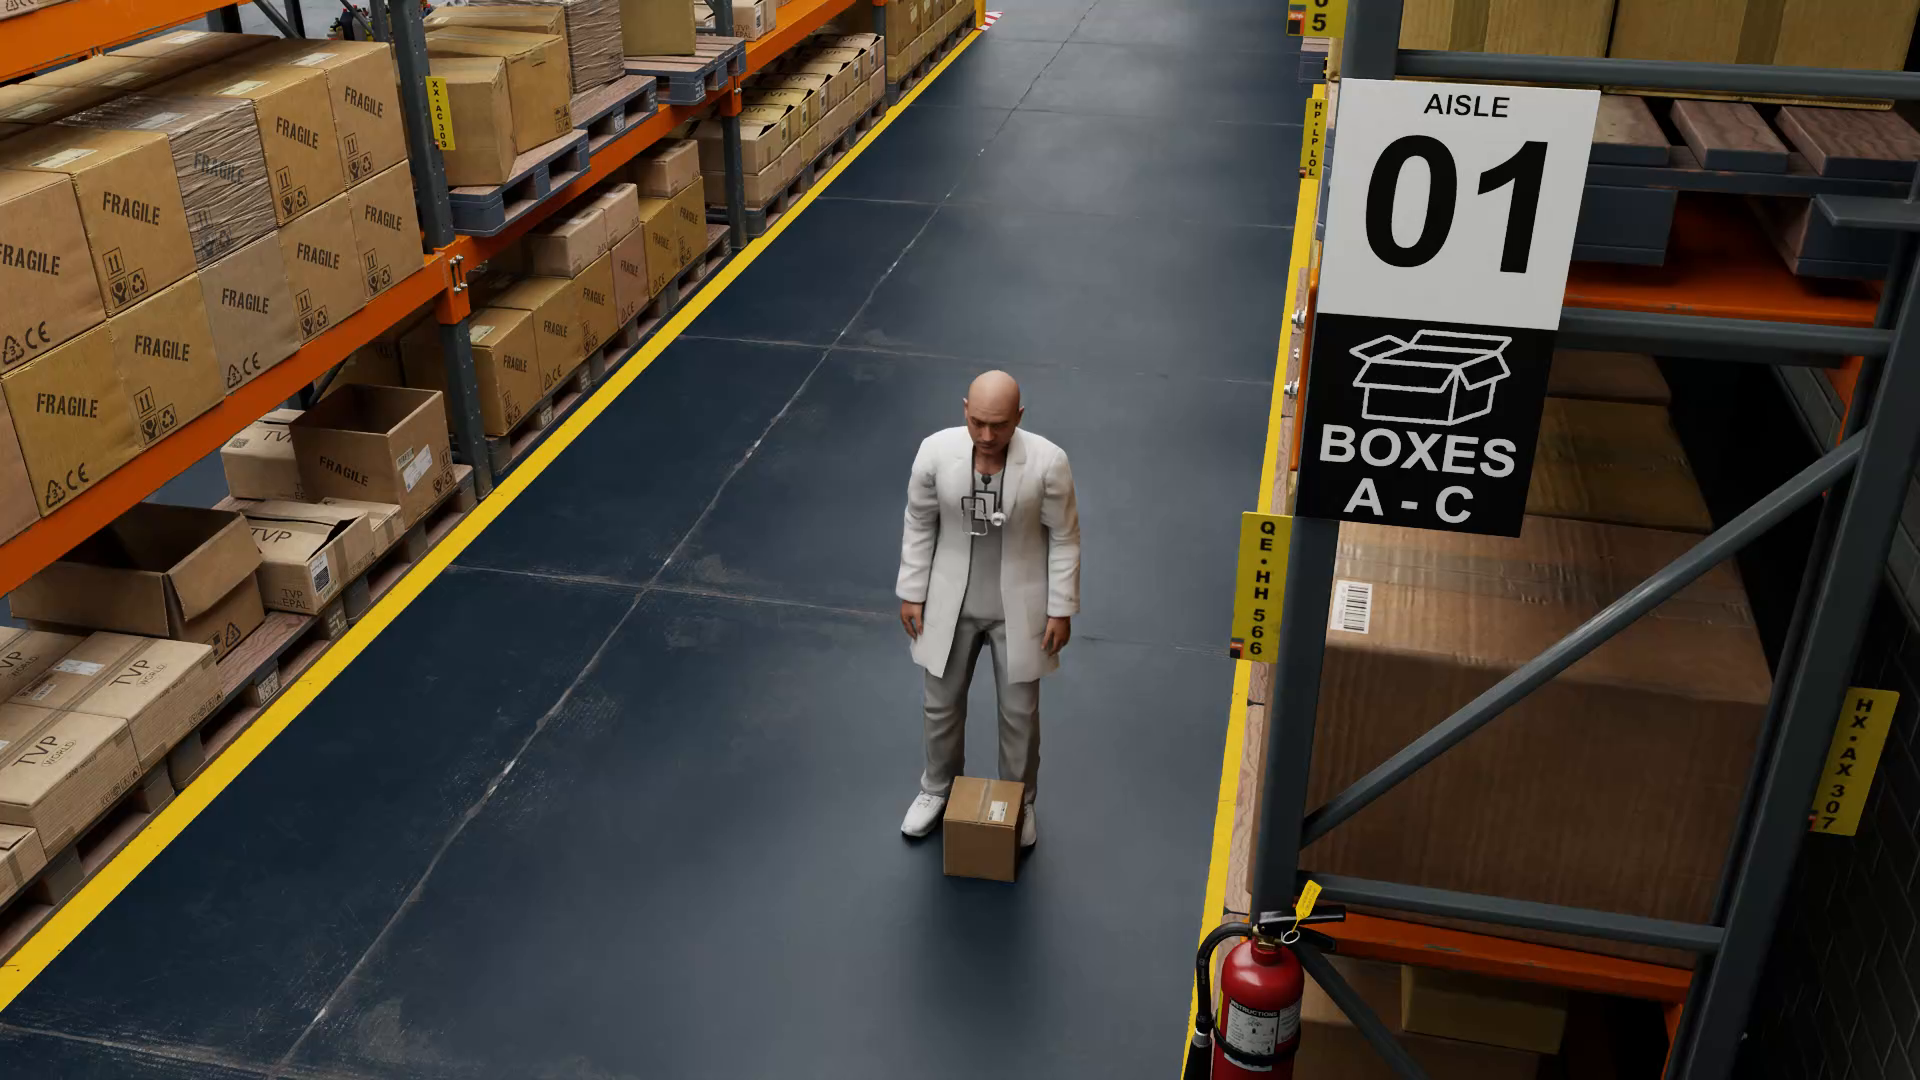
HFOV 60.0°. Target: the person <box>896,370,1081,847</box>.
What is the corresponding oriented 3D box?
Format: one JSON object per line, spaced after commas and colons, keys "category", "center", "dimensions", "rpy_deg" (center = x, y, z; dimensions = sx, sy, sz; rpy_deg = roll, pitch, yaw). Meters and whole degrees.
{"category": "person", "center": [0.092, 0.310, 5.758], "dimensions": [0.640, 1.592, 0.429], "rpy_deg": [5, 29, 9]}
